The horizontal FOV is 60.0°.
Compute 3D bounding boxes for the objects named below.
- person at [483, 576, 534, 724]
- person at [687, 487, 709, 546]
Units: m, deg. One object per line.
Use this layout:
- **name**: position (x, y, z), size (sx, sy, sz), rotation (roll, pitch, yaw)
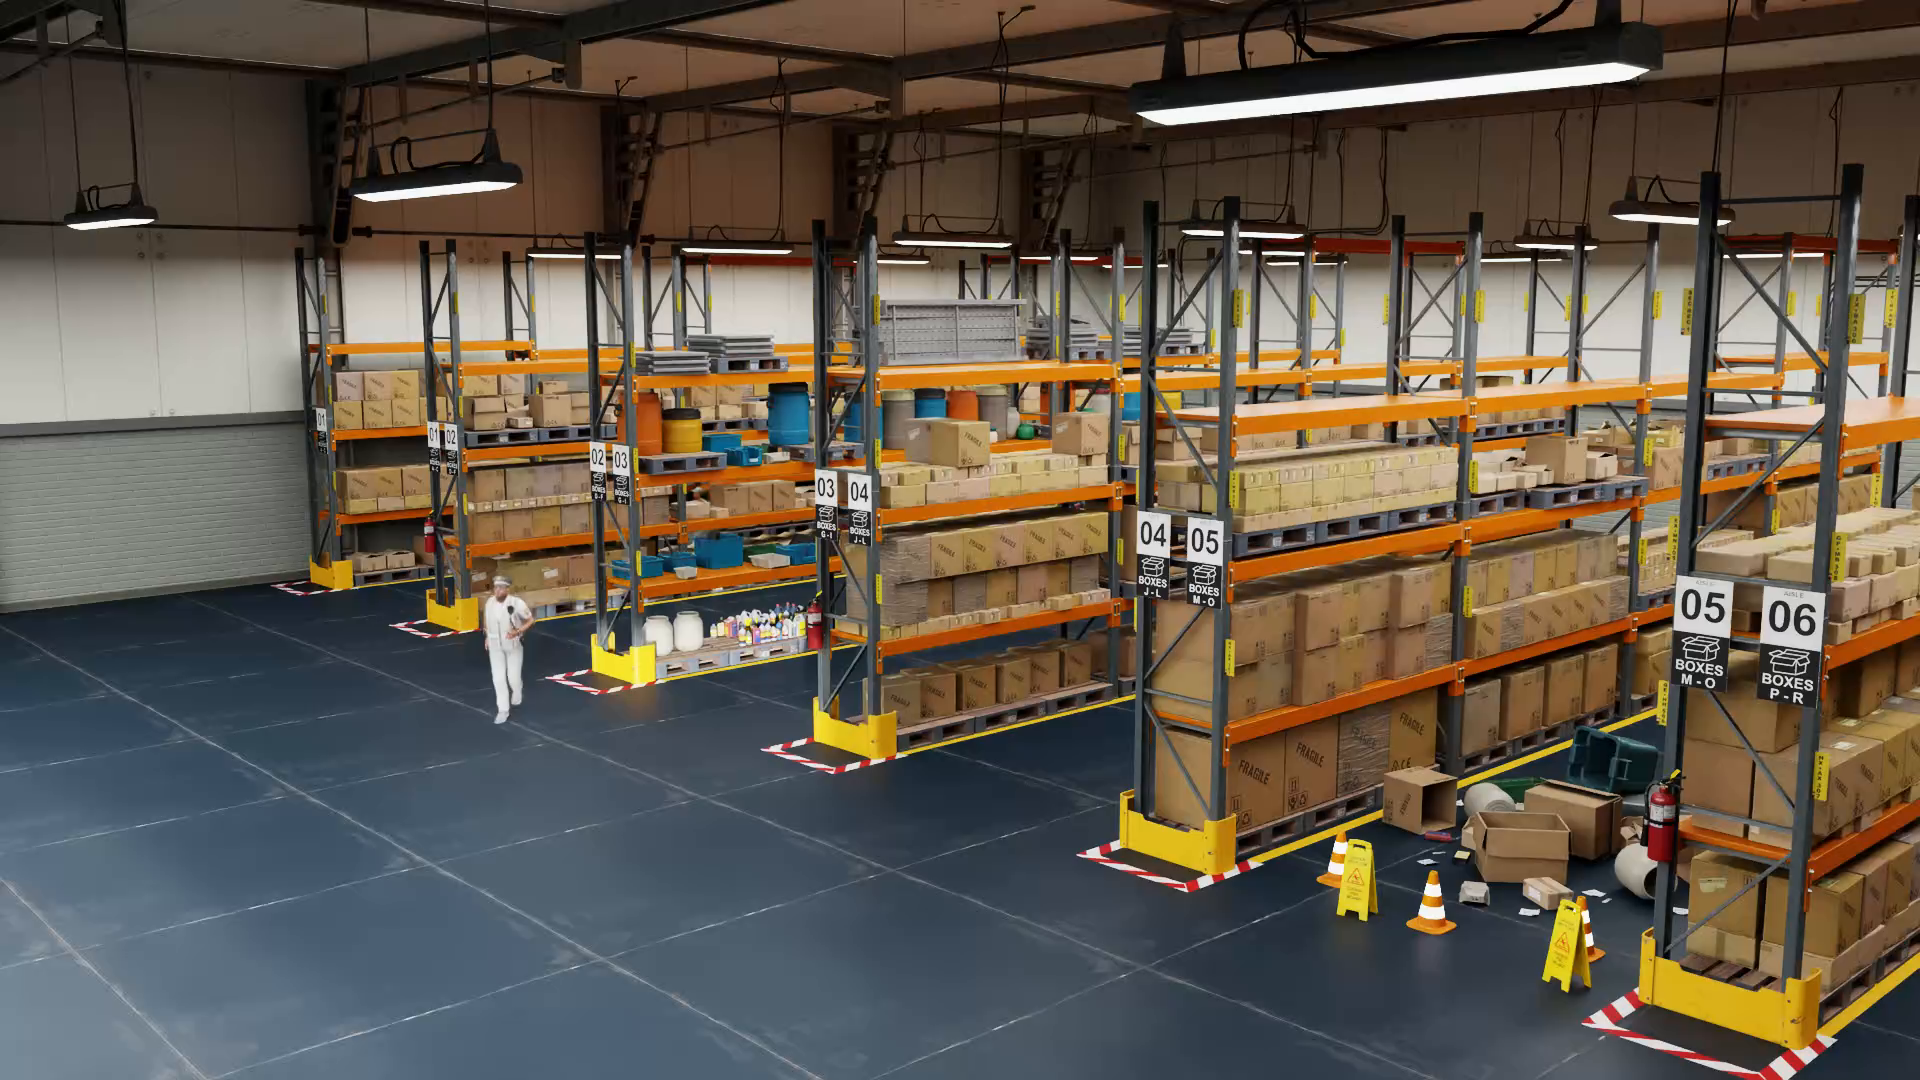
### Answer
- **person**: position (-5.575, 1.311, 20.486), size (0.653, 1.786, 0.825), rotation (0, 8, 0)
- **person**: position (-4.865, -0.188, 31.180), size (0.614, 1.631, 0.575), rotation (7, 11, 41)
